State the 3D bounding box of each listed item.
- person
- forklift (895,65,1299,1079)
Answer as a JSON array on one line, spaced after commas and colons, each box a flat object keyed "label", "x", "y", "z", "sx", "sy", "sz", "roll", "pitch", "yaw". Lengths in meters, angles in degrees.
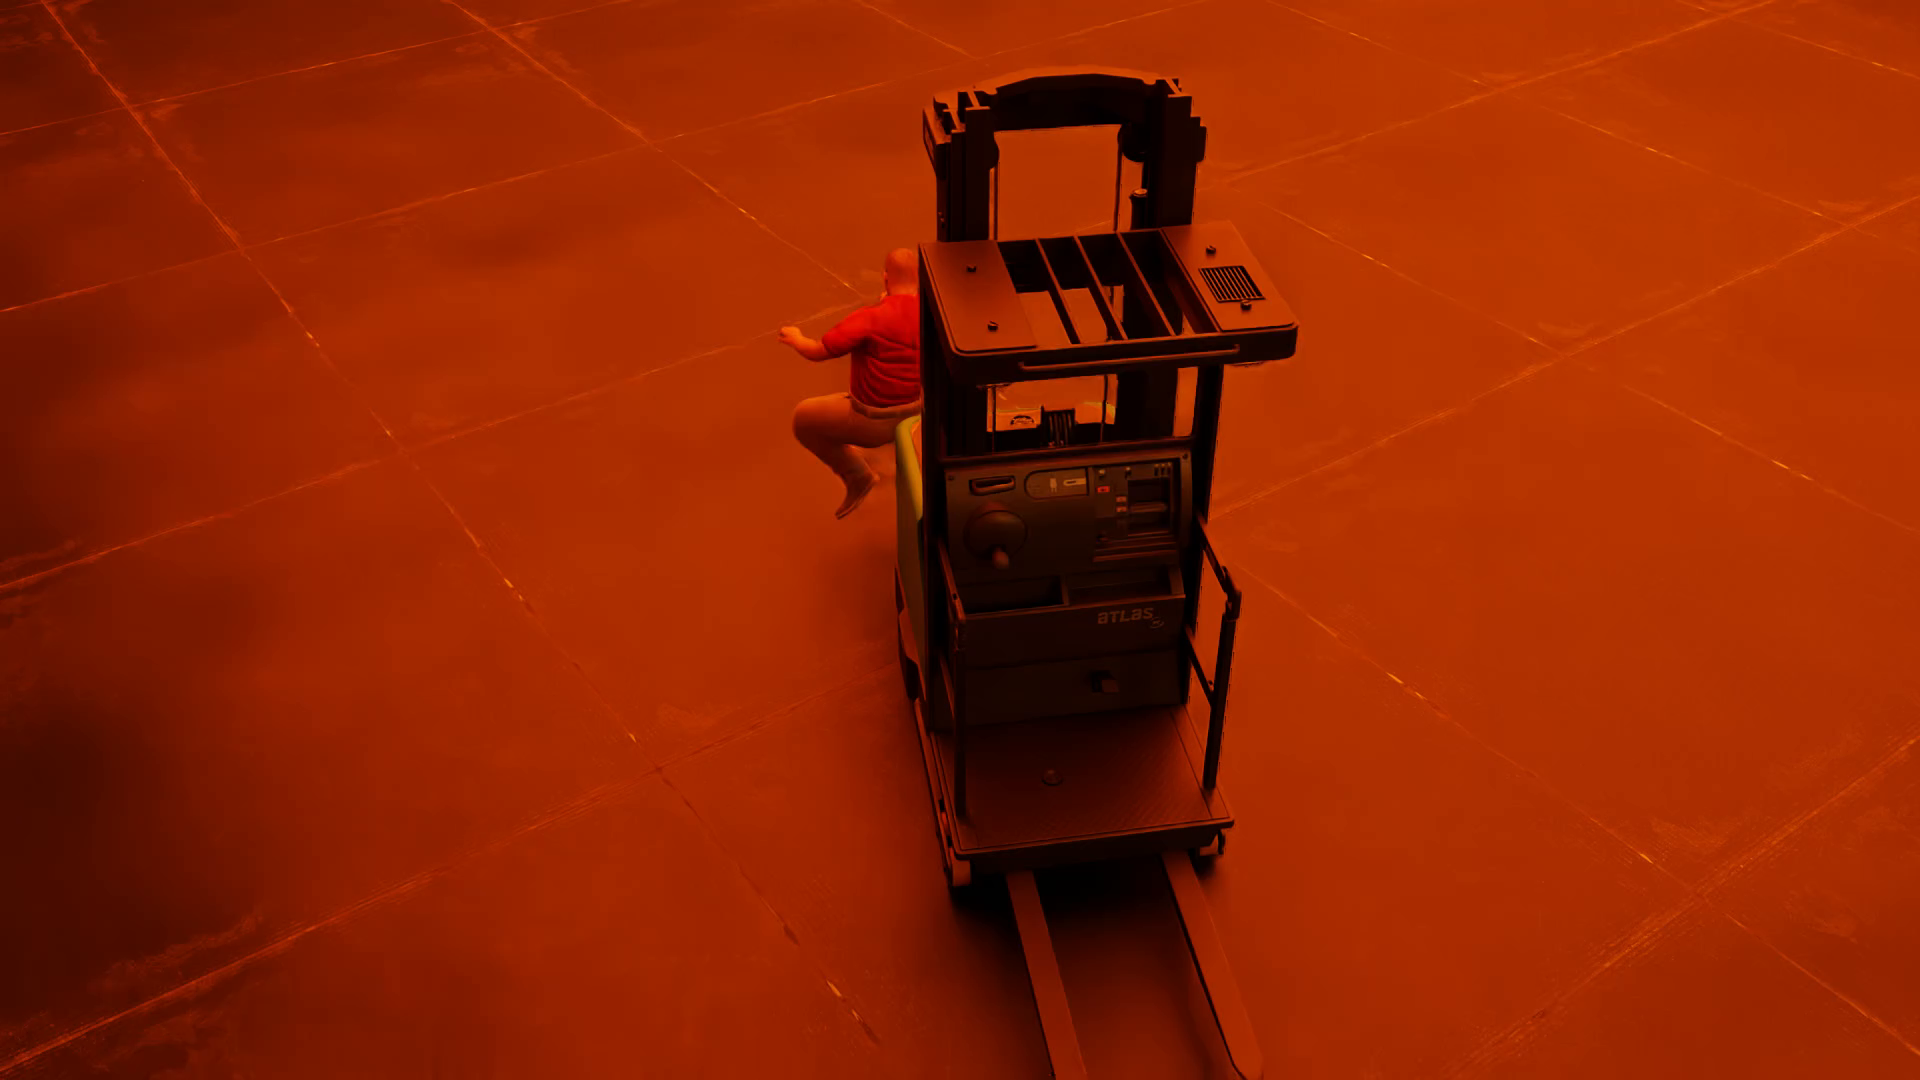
[{"label": "person", "x": -0.398, "y": -0.801, "z": 8.224, "sx": 0.923, "sy": 1.498, "sz": 0.772, "roll": -15, "pitch": 39, "yaw": -19}, {"label": "forklift", "x": 0.444, "y": -0.045, "z": 6.005, "sx": 1.130, "sy": 2.935, "sz": 3.031, "roll": -6, "pitch": 37, "yaw": -7}]
